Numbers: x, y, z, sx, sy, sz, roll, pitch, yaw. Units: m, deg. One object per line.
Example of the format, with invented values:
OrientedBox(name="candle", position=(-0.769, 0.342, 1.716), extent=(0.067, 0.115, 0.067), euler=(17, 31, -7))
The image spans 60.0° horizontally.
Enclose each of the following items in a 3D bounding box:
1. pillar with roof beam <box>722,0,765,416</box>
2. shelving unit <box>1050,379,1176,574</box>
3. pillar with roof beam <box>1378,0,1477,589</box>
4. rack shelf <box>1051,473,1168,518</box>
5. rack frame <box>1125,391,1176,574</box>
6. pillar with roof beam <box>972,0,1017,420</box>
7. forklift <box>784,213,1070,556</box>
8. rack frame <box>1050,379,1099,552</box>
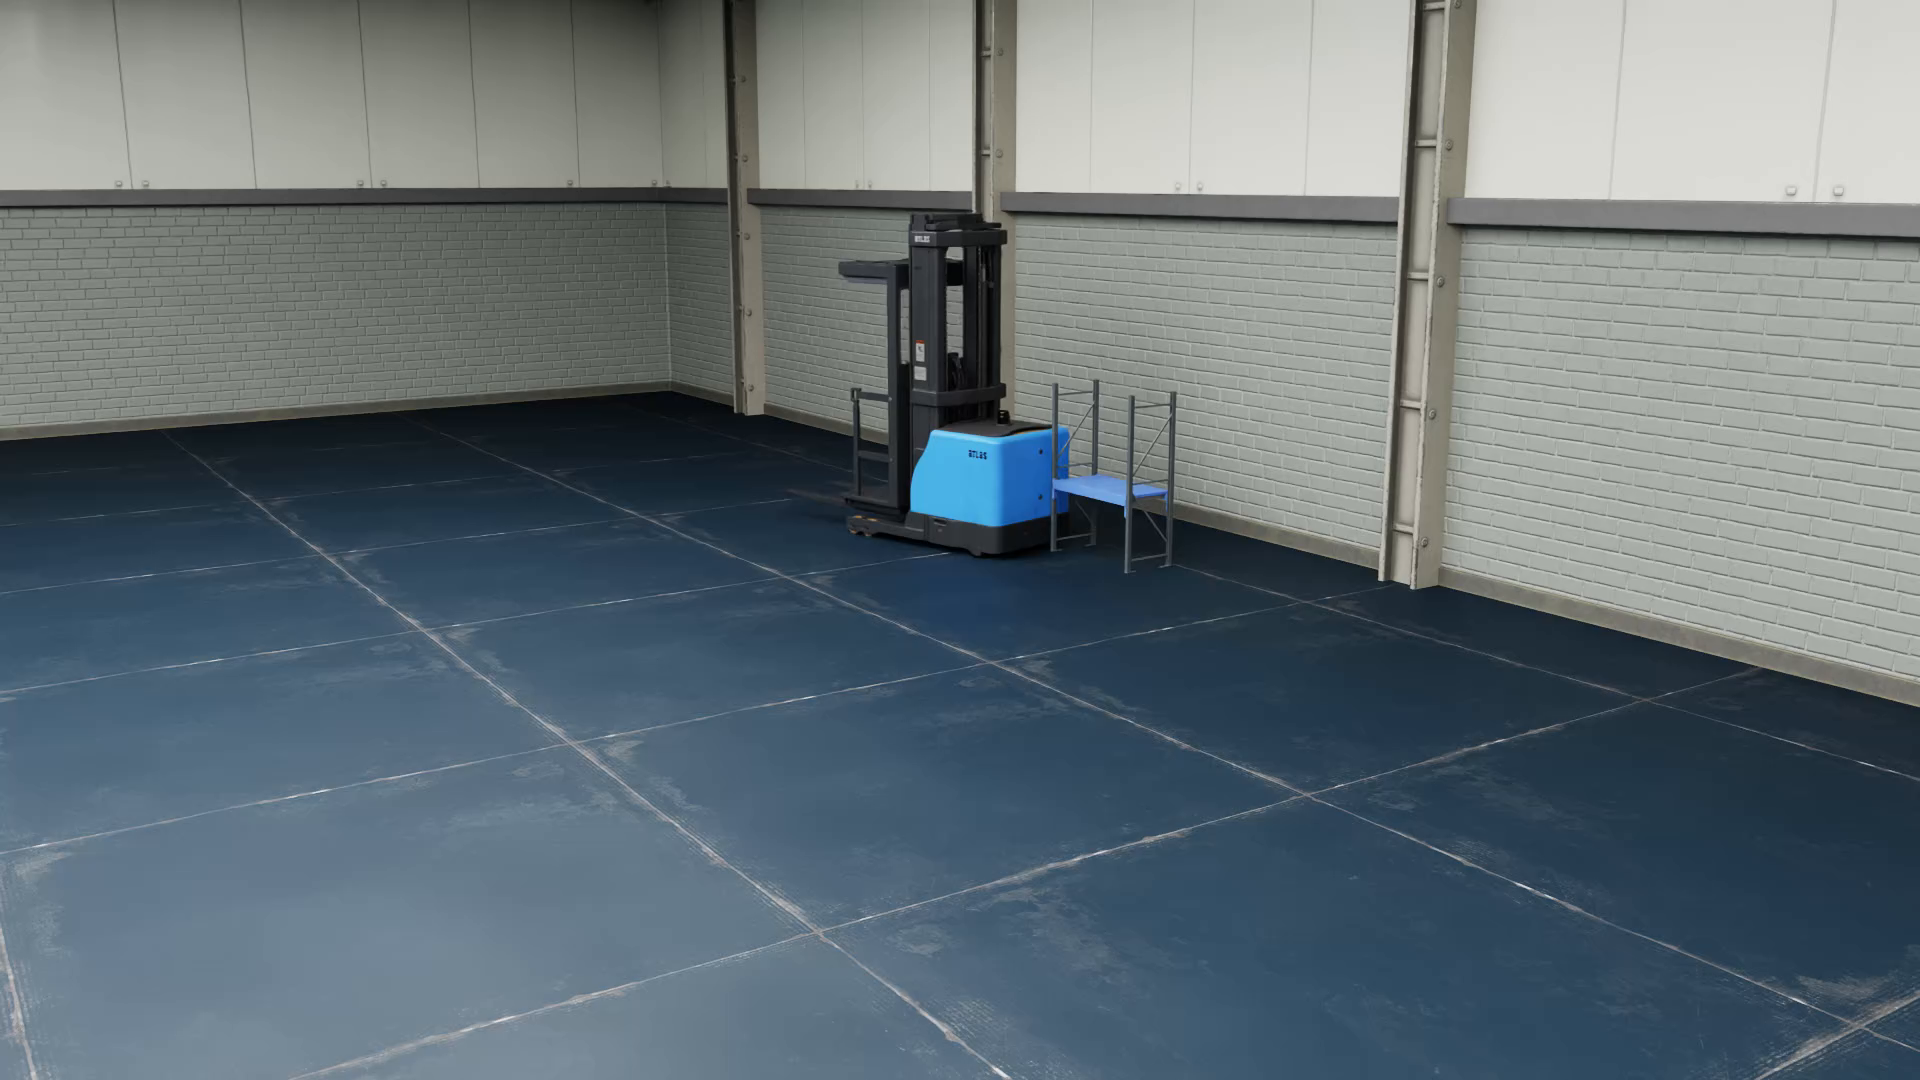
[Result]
OrientedBox(name="pillar with roof beam", position=(-6.543, -5.674, 20.133), extent=(9.100, 9.000, 0.400), euler=(-8, 15, -33))
OrientedBox(name="shelving unit", position=(1.308, -0.572, 14.353), extent=(0.538, 1.500, 1.048), euler=(-8, 15, -34))
OrientedBox(name="pillar with roof beam", position=(0.105, -3.540, 10.374), extent=(9.100, 9.000, 0.400), euler=(-8, 15, -33))
OrientedBox(name="rack shelf", position=(1.308, -0.396, 14.391), extent=(0.538, 0.185, 1.000), euler=(-8, 15, -34))
OrientedBox(name="rack frame", position=(1.597, -0.482, 13.944), extent=(0.500, 1.500, 0.032), euler=(-8, 15, -34))
OrientedBox(name="pillar with roof beam", position=(-3.219, -4.607, 15.254), extent=(9.100, 9.000, 0.400), euler=(-8, 15, -33))
OrientedBox(name="forklift", position=(-0.419, -1.536, 15.413), extent=(3.031, 2.935, 1.130), euler=(12, 17, 43))
OrientedBox(name="rack frame", position=(1.019, -0.661, 14.761), extent=(0.500, 1.500, 0.032), euler=(-8, 15, -34))
